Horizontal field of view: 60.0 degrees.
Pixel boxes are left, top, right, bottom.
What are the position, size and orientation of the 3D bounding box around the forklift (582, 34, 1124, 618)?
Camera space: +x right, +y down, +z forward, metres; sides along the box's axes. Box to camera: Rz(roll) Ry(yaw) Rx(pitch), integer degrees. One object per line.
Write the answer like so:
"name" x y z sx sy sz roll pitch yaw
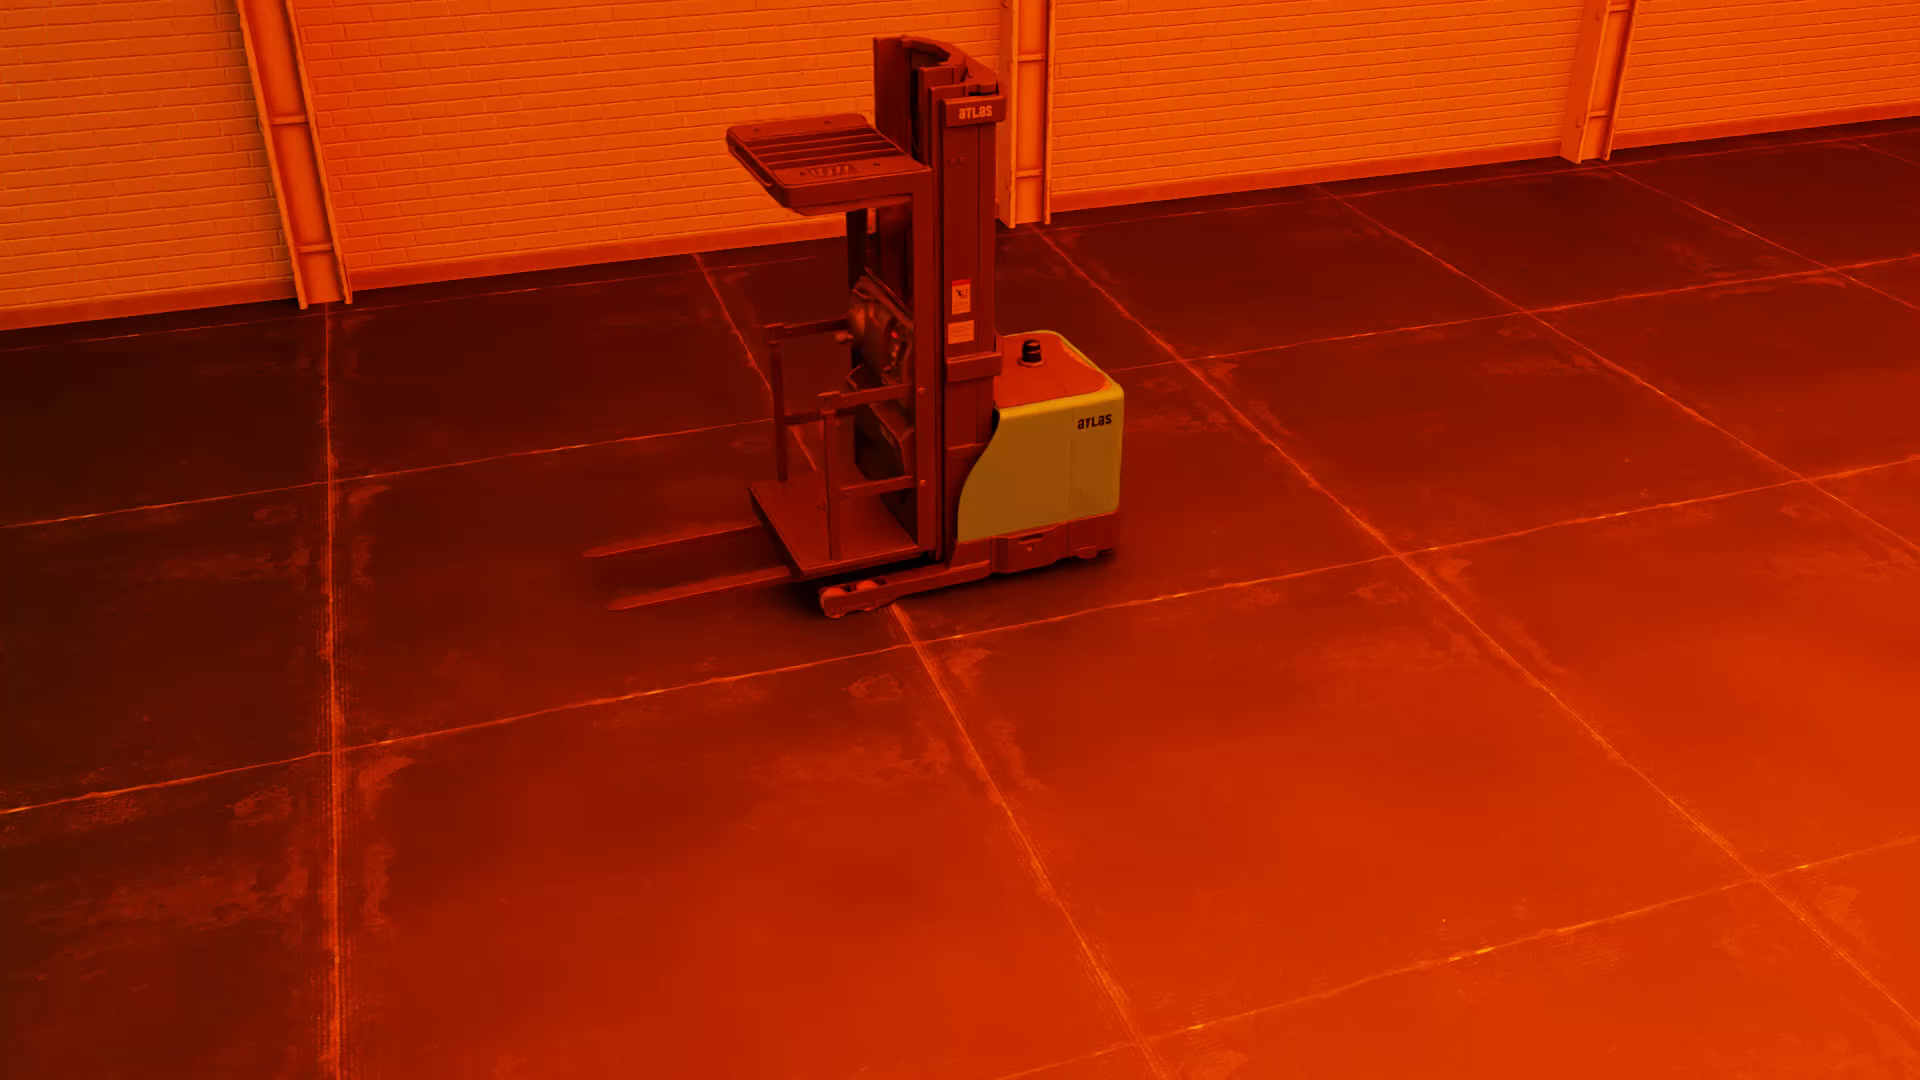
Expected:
"forklift" -0.624 -1.135 9.059 3.031 2.935 1.130 -11 32 -19
